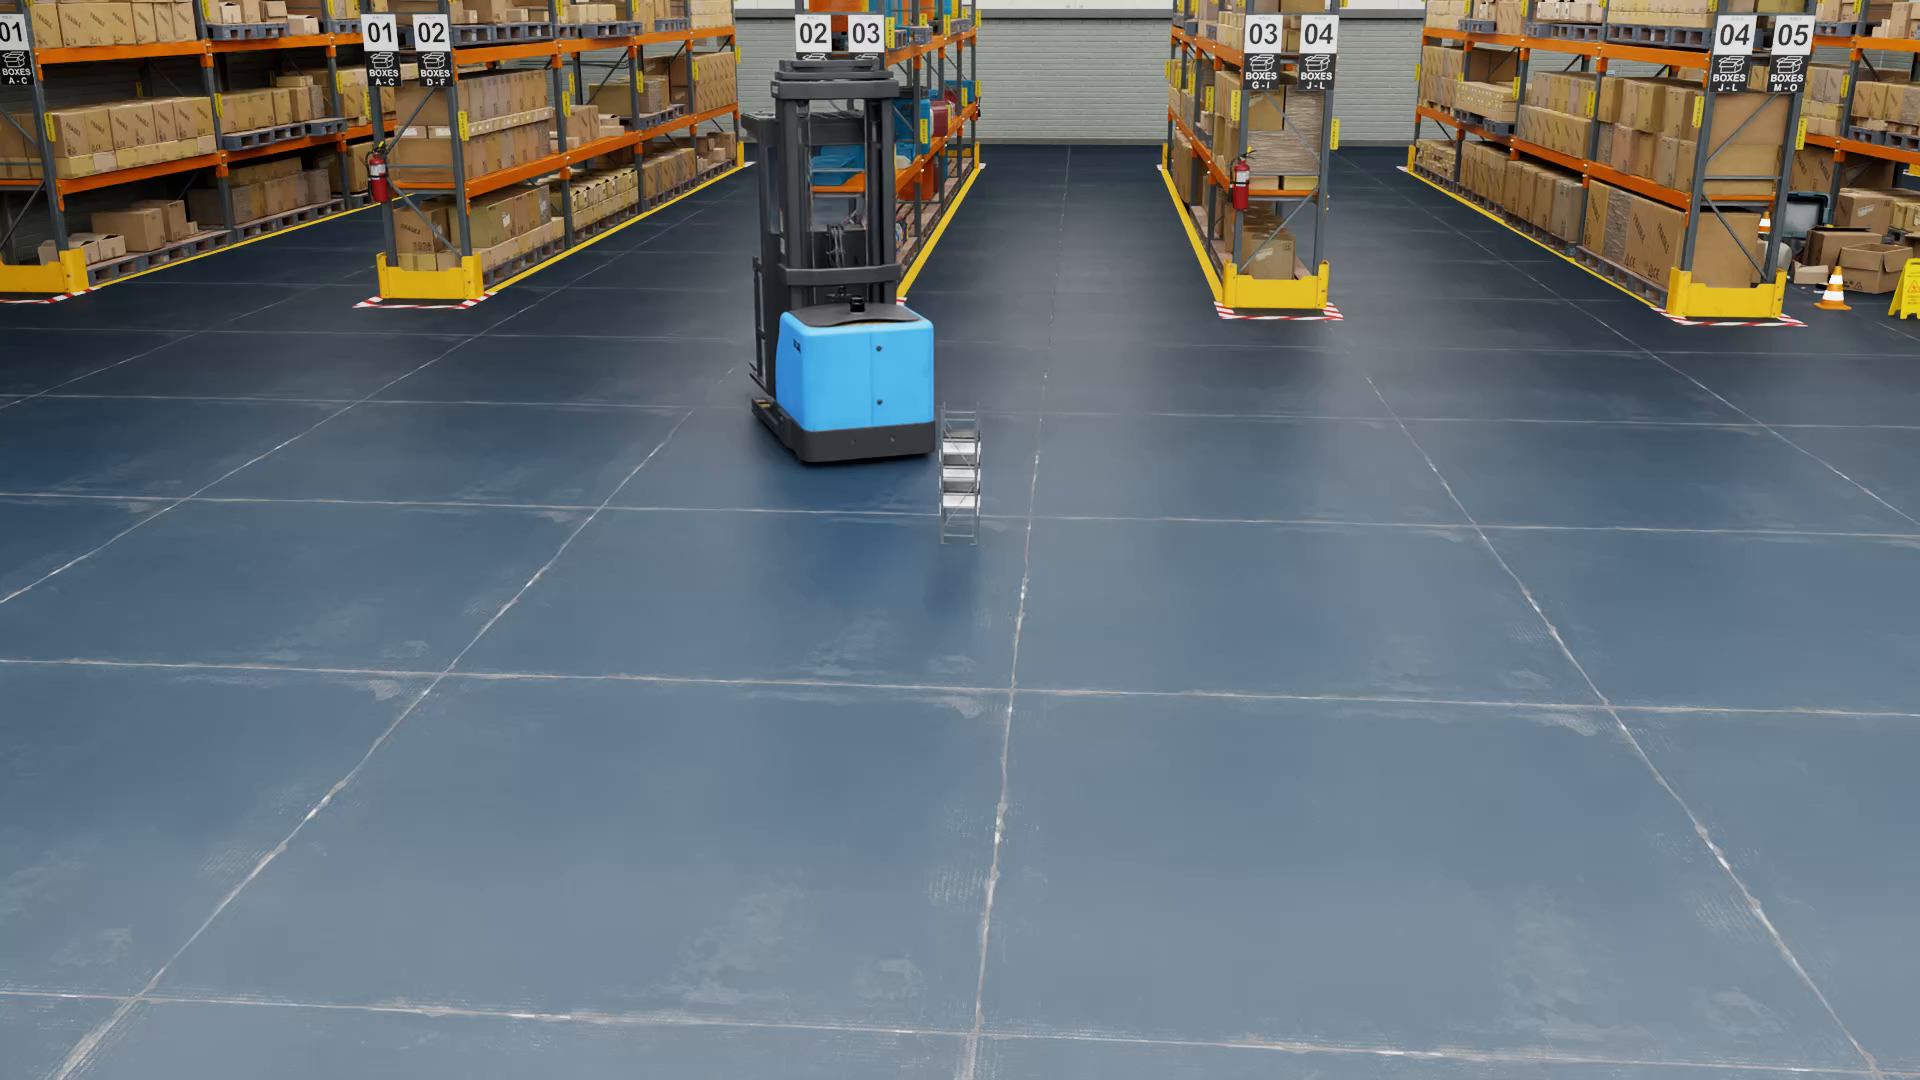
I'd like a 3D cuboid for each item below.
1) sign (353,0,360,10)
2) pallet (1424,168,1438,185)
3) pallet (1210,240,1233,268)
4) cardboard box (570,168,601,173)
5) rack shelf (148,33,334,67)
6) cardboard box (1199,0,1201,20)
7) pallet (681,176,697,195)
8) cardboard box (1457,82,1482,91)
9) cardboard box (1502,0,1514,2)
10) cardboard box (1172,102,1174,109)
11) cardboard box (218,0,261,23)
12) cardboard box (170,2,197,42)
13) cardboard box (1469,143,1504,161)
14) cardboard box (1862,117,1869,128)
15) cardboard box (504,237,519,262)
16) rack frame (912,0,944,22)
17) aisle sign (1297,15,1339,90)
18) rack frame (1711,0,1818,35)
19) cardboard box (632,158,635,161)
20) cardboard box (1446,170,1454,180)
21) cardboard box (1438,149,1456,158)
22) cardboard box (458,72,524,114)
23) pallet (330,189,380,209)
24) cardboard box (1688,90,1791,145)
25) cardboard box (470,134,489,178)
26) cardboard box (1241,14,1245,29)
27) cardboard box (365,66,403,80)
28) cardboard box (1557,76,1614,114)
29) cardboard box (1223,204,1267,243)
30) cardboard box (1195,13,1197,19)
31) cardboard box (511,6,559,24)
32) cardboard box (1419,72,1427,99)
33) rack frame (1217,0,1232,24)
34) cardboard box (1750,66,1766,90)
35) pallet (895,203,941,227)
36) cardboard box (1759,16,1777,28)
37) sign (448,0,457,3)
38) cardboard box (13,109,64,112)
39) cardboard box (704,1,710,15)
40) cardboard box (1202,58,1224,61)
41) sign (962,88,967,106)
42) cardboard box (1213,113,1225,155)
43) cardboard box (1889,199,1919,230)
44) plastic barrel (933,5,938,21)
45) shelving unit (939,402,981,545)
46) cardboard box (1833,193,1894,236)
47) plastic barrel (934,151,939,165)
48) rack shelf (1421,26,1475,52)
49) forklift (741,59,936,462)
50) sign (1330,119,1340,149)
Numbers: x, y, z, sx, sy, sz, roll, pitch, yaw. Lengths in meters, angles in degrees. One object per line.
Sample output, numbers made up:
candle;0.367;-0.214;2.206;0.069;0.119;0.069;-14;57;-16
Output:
sign;-6.807;-6.155;18.777;0.100;0.325;0.005;1;18;4
pallet;9.511;-6.957;31.815;1.003;0.211;1.213;1;18;4
pallet;3.887;-3.815;22.228;1.003;0.211;1.213;1;18;4
cardboard box;-6.024;-5.818;26.702;0.500;0.311;0.500;2;18;6
rack shelf;-10.778;-7.386;24.986;1.077;0.370;4.000;1;18;4
cardboard box;3.897;-8.163;25.236;0.500;0.500;0.500;1;18;4
pallet;-5.428;-6.478;30.355;1.003;0.211;1.213;1;18;4
cardboard box;8.927;-7.943;29.121;0.380;0.149;0.250;2;18;7
cardboard box;8.968;-8.818;26.810;0.396;0.266;0.258;1;18;4
cardboard box;4.297;-8.377;32.074;0.380;0.149;0.250;1;18;3
cardboard box;-10.714;-7.905;24.579;0.500;0.500;0.500;1;18;2
cardboard box;-10.711;-7.001;22.462;0.500;0.500;0.500;2;18;5
cardboard box;9.061;-6.671;28.602;0.500;0.250;0.500;2;18;5
cardboard box;13.809;-6.267;24.962;0.380;0.149;0.250;0;18;1
cardboard box;-5.938;-3.695;21.124;0.500;0.250;0.500;1;18;4
rack frame;-0.753;-9.554;25.628;1.000;3.000;0.127;1;18;4
aisle sign;3.908;-5.317;18.158;0.394;0.787;0.004;1;18;4
rack frame;8.553;-6.816;17.274;1.000;3.000;0.127;1;18;4
cardboard box;-5.823;-6.292;28.616;0.500;0.500;0.500;1;18;2
cardboard box;9.102;-6.667;30.355;0.380;0.149;0.250;2;18;5
cardboard box;9.193;-7.259;31.208;0.380;0.149;0.250;0;18;1
cardboard box;-6.077;-5.786;21.519;0.700;0.500;0.500;1;18;4
pallet;-10.503;-5.842;28.413;1.003;0.211;1.213;1;18;4
cardboard box;8.619;-4.664;18.365;0.875;0.550;0.550;1;18;4
cardboard box;-6.188;-4.685;20.244;0.700;0.500;0.500;2;18;5
cardboard box;3.322;-5.744;18.420;0.380;0.149;0.250;1;18;4
cardboard box;-10.209;-8.253;29.419;0.500;0.250;0.500;2;18;5
cardboard box;8.979;-6.358;23.744;0.700;0.500;0.500;1;18;3
cardboard box;3.832;-4.238;22.380;0.500;0.500;0.500;1;18;2
cardboard box;4.305;-9.078;28.463;0.500;0.311;0.500;1;18;2
cardboard box;-5.927;-7.317;23.186;0.500;0.250;0.500;3;18;10
cardboard box;9.393;-8.990;32.905;0.500;0.500;0.500;2;18;7
rack frame;3.900;-8.201;21.499;1.000;3.000;0.127;1;18;4
cardboard box;14.040;-8.006;28.772;0.500;0.500;0.500;1;18;5
pallet;-0.848;-5.138;26.264;1.003;0.211;1.213;1;18;4
cardboard box;8.898;-5.618;18.002;0.380;0.149;0.250;1;18;4
sign;-5.714;-6.194;18.661;0.100;0.325;0.005;1;18;4
cardboard box;-11.341;-5.041;20.495;0.500;0.500;0.500;2;18;5
cardboard box;-5.043;-10.104;31.564;0.500;0.250;0.500;1;18;4
cardboard box;4.988;-9.346;33.188;0.500;0.500;0.500;2;18;5
sign;0.082;-8.064;30.271;0.100;0.325;0.005;1;18;4
cardboard box;3.735;-5.246;21.477;0.875;0.500;0.500;1;18;4
cardboard box;13.916;-4.682;23.940;0.950;0.372;0.625;2;18;6
plastic barrel;-0.448;-8.578;27.042;0.294;0.245;0.294;0;18;0
shelving unit;0.001;-0.430;10.791;0.258;0.900;0.210;1;18;4
cardboard box;12.007;-4.331;22.122;0.500;0.500;0.500;1;18;4
plastic barrel;-0.573;-6.759;29.429;0.600;0.901;0.708;1;18;4
rack shelf;9.557;-9.397;31.123;1.077;0.370;4.000;1;18;4
forklift;-1.126;-2.396;13.529;1.130;2.935;3.031;-6;19;-17
sign;4.155;-4.507;18.470;0.100;0.325;0.005;1;18;4
